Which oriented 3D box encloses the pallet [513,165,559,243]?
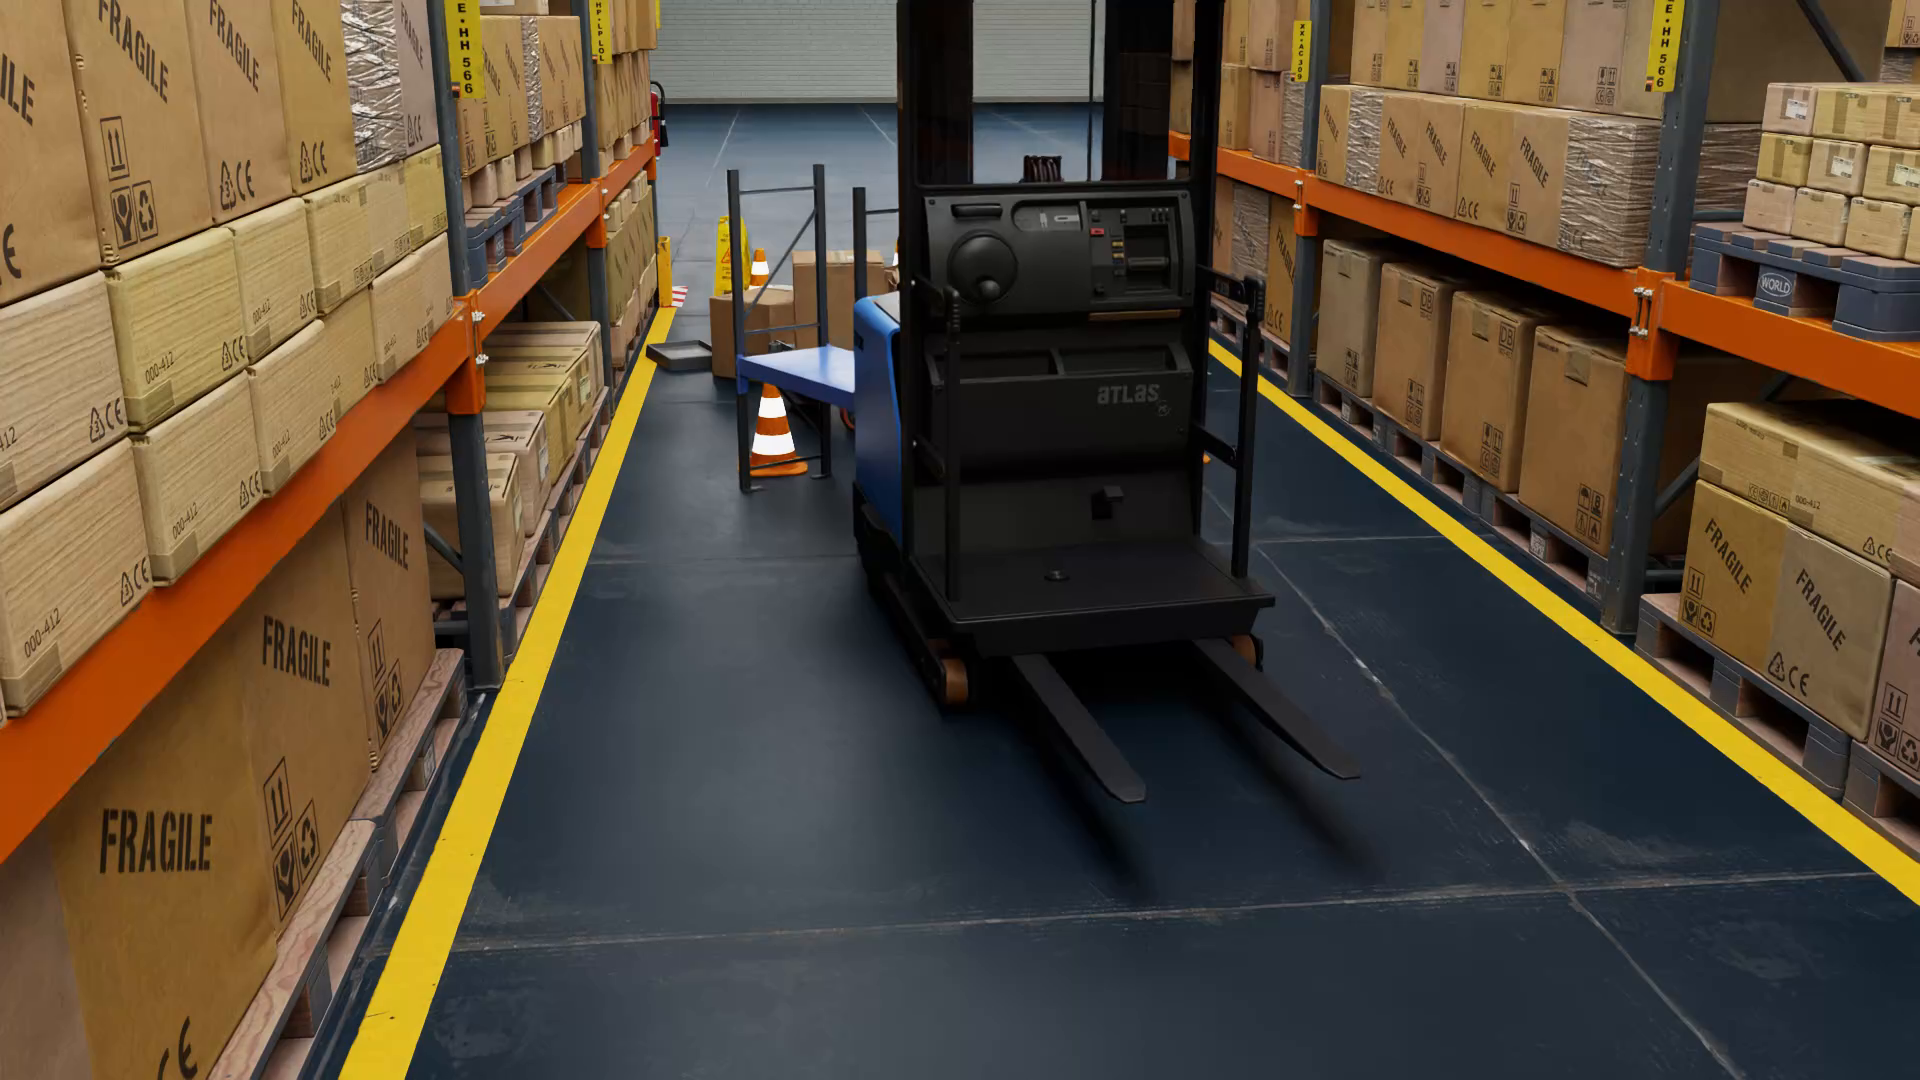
[{"bbox_3d":[-2.286,-1.423,7.023,1.003,0.211,1.213,-2,18,-6],"label":"pallet"}]

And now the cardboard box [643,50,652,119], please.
[{"bbox_3d":[-2.536,-3.346,12.164,0.500,0.500,0.500,-2,18,-7],"label":"cardboard box"}]

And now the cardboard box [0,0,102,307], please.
[{"bbox_3d":[-1.468,-0.550,2.085,0.500,0.500,0.500,-2,18,-6],"label":"cardboard box"}]

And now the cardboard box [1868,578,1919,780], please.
[{"bbox_3d":[2.804,0.404,4.354,0.500,0.500,0.500,-2,18,-7],"label":"cardboard box"}]

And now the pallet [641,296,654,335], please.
[{"bbox_3d":[-2.810,-1.714,12.283,1.003,0.211,1.213,-2,18,-6],"label":"pallet"}]

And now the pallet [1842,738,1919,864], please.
[{"bbox_3d":[3.074,0.817,4.223,1.003,0.211,1.213,-2,18,-6],"label":"pallet"}]

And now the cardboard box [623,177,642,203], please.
[{"bbox_3d":[-2.371,-2.374,11.286,0.380,0.149,0.250,-1,17,-3],"label":"cardboard box"}]

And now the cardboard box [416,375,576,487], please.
[{"bbox_3d":[-2.246,-0.487,7.407,0.950,0.372,0.625,-1,17,-4],"label":"cardboard box"}]

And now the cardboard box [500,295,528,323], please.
[{"bbox_3d":[-2.782,-1.532,9.687,0.500,0.500,0.500,-2,18,-6],"label":"cardboard box"}]

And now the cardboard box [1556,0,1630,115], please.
[{"bbox_3d":[2.782,-1.919,6.445,0.700,0.500,0.500,-2,18,-6],"label":"cardboard box"}]

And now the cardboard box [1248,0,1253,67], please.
[{"bbox_3d":[2.364,-3.324,10.704,0.875,0.550,0.550,-2,18,-6],"label":"cardboard box"}]

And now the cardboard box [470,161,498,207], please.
[{"bbox_3d":[-1.868,-1.278,5.957,0.380,0.149,0.250,-3,18,-9],"label":"cardboard box"}]

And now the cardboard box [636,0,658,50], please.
[{"bbox_3d":[-2.397,-3.531,11.084,0.700,0.500,0.500,-2,18,-6],"label":"cardboard box"}]

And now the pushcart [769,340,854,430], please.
[{"bbox_3d":[-0.191,-0.952,9.580,1.648,0.377,0.936,-8,19,-25],"label":"pushcart"}]

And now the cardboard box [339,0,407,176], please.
[{"bbox_3d":[-1.667,-1.152,4.004,0.500,0.500,0.500,-1,17,-5],"label":"cardboard box"}]

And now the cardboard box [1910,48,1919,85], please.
[{"bbox_3d":[7.240,-3.196,11.685,0.875,0.500,0.500,-2,18,-6],"label":"cardboard box"}]

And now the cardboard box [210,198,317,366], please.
[{"bbox_3d":[-1.555,-0.498,3.170,0.500,0.250,0.500,-2,18,-7],"label":"cardboard box"}]

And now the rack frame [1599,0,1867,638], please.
[{"bbox_3d":[2.872,-1.109,5.703,1.000,3.000,0.127,-2,18,-6],"label":"rack frame"}]

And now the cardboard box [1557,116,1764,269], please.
[{"bbox_3d":[2.558,-1.283,6.089,0.500,0.500,0.500,-2,18,-6],"label":"cardboard box"}]

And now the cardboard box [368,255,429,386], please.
[{"bbox_3d":[-1.662,-0.560,4.204,0.500,0.250,0.500,-1,17,-5],"label":"cardboard box"}]

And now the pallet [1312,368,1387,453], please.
[{"bbox_3d":[2.614,-0.743,9.191,1.003,0.211,1.213,-2,18,-6],"label":"pallet"}]

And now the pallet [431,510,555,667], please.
[{"bbox_3d":[-2.120,0.171,6.279,1.003,0.211,1.213,-2,18,-6],"label":"pallet"}]

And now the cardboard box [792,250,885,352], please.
[{"bbox_3d":[-0.686,-1.351,9.380,0.500,0.500,0.500,-2,18,-6],"label":"cardboard box"}]

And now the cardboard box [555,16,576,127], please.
[{"bbox_3d":[-2.125,-2.230,7.907,0.500,0.500,0.500,-2,18,-5],"label":"cardboard box"}]

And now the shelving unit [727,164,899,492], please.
[{"bbox_3d":[-0.532,-0.870,7.444,0.538,1.500,1.048,-13,22,-35],"label":"shelving unit"}]

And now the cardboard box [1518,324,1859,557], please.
[{"bbox_3d":[2.899,-0.420,6.563,1.050,0.750,0.750,-2,18,-6],"label":"cardboard box"}]

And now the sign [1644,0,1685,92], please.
[{"bbox_3d":[2.320,-1.644,5.471,0.100,0.325,0.005,-2,18,-6],"label":"sign"}]

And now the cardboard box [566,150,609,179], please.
[{"bbox_3d":[-2.167,-2.102,9.284,0.380,0.149,0.250,-2,18,-6],"label":"cardboard box"}]

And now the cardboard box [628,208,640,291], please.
[{"bbox_3d":[-2.365,-1.862,10.738,0.500,0.500,0.500,-1,17,-3],"label":"cardboard box"}]

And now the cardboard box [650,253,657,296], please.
[{"bbox_3d":[-2.513,-1.959,12.297,0.500,0.250,0.500,-2,18,-6],"label":"cardboard box"}]

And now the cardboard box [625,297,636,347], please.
[{"bbox_3d":[-2.312,-1.349,10.356,0.500,0.250,0.500,-1,17,-3],"label":"cardboard box"}]

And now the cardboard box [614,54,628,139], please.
[{"bbox_3d":[-2.336,-2.746,10.253,0.500,0.500,0.500,-2,18,-6],"label":"cardboard box"}]

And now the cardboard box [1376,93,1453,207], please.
[{"bbox_3d":[2.348,-1.884,8.004,0.500,0.500,0.500,-2,18,-6],"label":"cardboard box"}]

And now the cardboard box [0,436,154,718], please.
[{"bbox_3d":[-1.466,0.044,2.281,0.500,0.250,0.500,-2,18,-7],"label":"cardboard box"}]

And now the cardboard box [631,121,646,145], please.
[{"bbox_3d":[-2.417,-2.860,11.699,0.380,0.149,0.250,-1,17,-5],"label":"cardboard box"}]

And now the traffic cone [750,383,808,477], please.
[{"bbox_3d":[-0.933,-0.581,8.257,0.336,0.463,0.334,-2,18,-6],"label":"traffic cone"}]

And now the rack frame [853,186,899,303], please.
[{"bbox_3d":[-0.225,-0.748,7.057,0.500,1.500,0.032,-13,22,-35],"label":"rack frame"}]

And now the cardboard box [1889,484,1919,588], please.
[{"bbox_3d":[2.793,0.037,4.271,0.500,0.250,0.500,-2,18,-5],"label":"cardboard box"}]

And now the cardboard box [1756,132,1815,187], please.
[{"bbox_3d":[2.722,-1.182,5.154,0.380,0.149,0.250,-1,17,-3],"label":"cardboard box"}]

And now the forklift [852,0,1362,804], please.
[{"bbox_3d":[0.394,-0.975,5.389,1.130,2.935,3.031,-4,18,-13],"label":"forklift"}]

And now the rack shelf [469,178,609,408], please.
[{"bbox_3d":[-2.247,-1.179,7.125,1.077,0.370,4.000,-2,18,-6],"label":"rack shelf"}]

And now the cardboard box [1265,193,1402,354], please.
[{"bbox_3d":[2.464,-1.677,10.358,0.875,0.875,0.875,-2,17,-5],"label":"cardboard box"}]

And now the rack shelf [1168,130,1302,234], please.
[{"bbox_3d":[2.253,-2.554,11.504,1.077,0.370,4.000,-2,18,-6],"label":"rack shelf"}]

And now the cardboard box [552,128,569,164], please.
[{"bbox_3d":[-2.024,-1.823,7.695,0.380,0.149,0.250,-2,18,-5],"label":"cardboard box"}]

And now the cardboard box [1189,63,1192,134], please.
[{"bbox_3d":[2.209,-3.292,12.405,0.875,0.550,0.550,-2,18,-6],"label":"cardboard box"}]

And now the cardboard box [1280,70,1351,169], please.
[{"bbox_3d":[2.410,-2.482,9.825,0.875,0.550,0.550,-2,18,-6],"label":"cardboard box"}]

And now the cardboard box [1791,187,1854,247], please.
[{"bbox_3d":[2.745,-0.970,4.978,0.380,0.149,0.250,-1,17,-3],"label":"cardboard box"}]

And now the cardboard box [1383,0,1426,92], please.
[{"bbox_3d":[2.572,-2.525,8.375,0.700,0.500,0.500,-2,18,-7],"label":"cardboard box"}]

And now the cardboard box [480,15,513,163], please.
[{"bbox_3d":[-1.918,-1.612,5.941,0.500,0.500,0.500,-1,17,-3],"label":"cardboard box"}]

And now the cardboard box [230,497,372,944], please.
[{"bbox_3d":[-1.965,0.361,3.864,0.875,0.875,0.875,-2,17,-5],"label":"cardboard box"}]
